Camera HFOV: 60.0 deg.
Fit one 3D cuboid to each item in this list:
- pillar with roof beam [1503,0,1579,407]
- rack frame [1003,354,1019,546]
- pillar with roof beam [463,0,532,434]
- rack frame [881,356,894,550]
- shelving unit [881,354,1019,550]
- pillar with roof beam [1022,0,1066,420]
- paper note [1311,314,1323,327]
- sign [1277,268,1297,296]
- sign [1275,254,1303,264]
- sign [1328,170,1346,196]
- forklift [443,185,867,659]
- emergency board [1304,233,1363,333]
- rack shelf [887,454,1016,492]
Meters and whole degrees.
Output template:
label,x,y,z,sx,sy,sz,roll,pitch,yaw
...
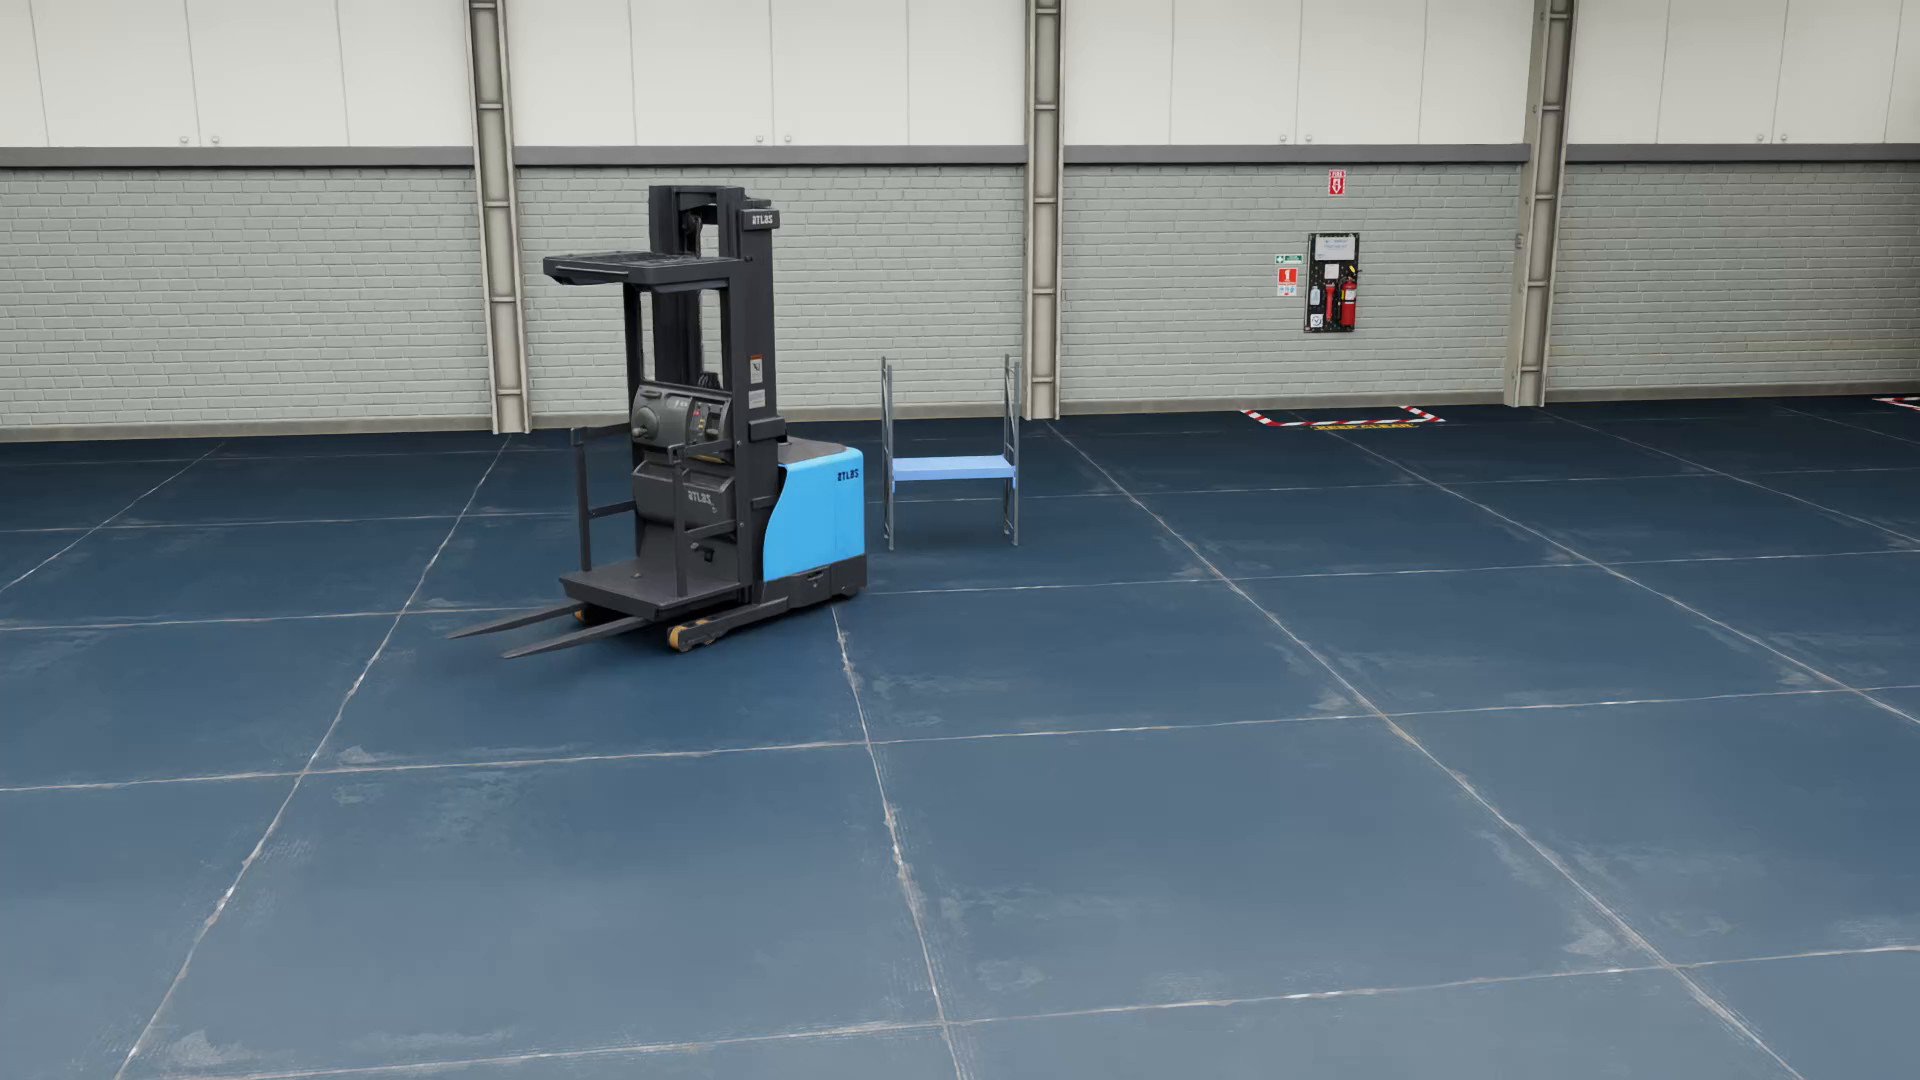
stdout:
label,x,y,z,sx,sy,sz,roll,pitch,yaw
pillar with roof beam,7.516,-4.979,15.076,0.400,9.000,9.100,-2,14,-8
rack frame,0.418,-0.743,13.601,0.032,1.500,0.500,-2,14,-8
pillar with roof beam,-4.350,-4.544,13.342,0.400,9.000,9.100,-2,14,-8
rack frame,-0.587,-0.706,13.454,0.032,1.500,0.500,-2,14,-8
shelving unit,-0.084,-0.724,13.527,1.048,1.500,0.538,-2,14,-8
pillar with roof beam,1.583,-4.761,14.209,0.400,9.000,9.100,-2,14,-8
paper note,4.240,-2.607,19.762,0.142,0.148,0.016,-2,14,-8
sign,3.863,-3.046,19.629,0.234,0.329,0.001,-2,14,-8
sign,3.869,-3.301,19.556,0.331,0.109,0.001,-2,14,-8
sign,4.402,-4.172,19.427,0.199,0.298,0.001,-2,14,-8
forklift,-2.010,-0.833,11.016,1.130,2.935,3.031,12,18,39
emergency board,4.425,-3.024,19.614,0.643,1.169,0.194,-2,14,-8
rack shelf,-0.084,-0.550,13.571,1.000,0.185,0.538,-2,14,-8
